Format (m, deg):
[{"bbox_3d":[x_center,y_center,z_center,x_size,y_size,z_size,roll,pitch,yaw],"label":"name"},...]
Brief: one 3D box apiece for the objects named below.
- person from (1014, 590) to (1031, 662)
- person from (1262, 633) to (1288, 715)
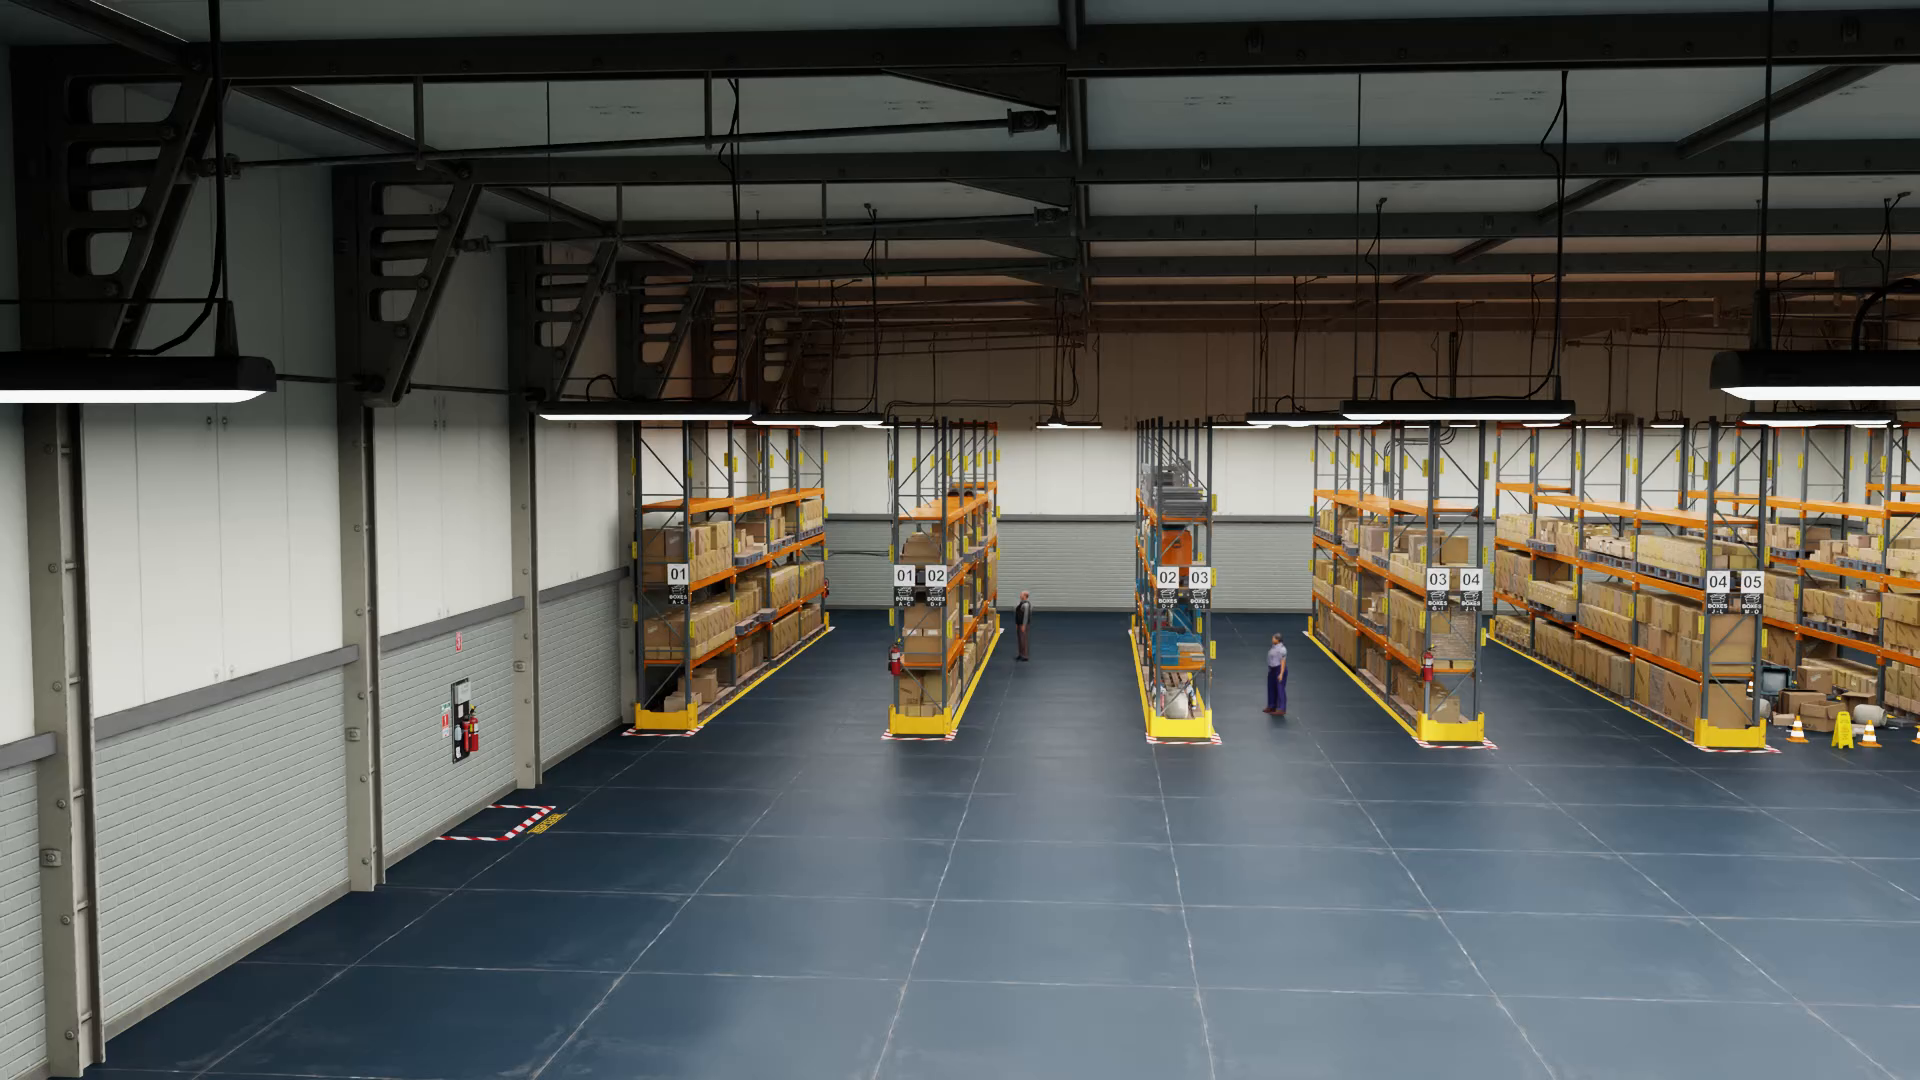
[{"bbox_3d":[1.520,2.085,40.464,0.388,1.721,0.570,-1,4,-13],"label":"person"},{"bbox_3d":[6.385,2.692,33.654,0.416,1.649,0.530,-2,4,-22],"label":"person"}]
